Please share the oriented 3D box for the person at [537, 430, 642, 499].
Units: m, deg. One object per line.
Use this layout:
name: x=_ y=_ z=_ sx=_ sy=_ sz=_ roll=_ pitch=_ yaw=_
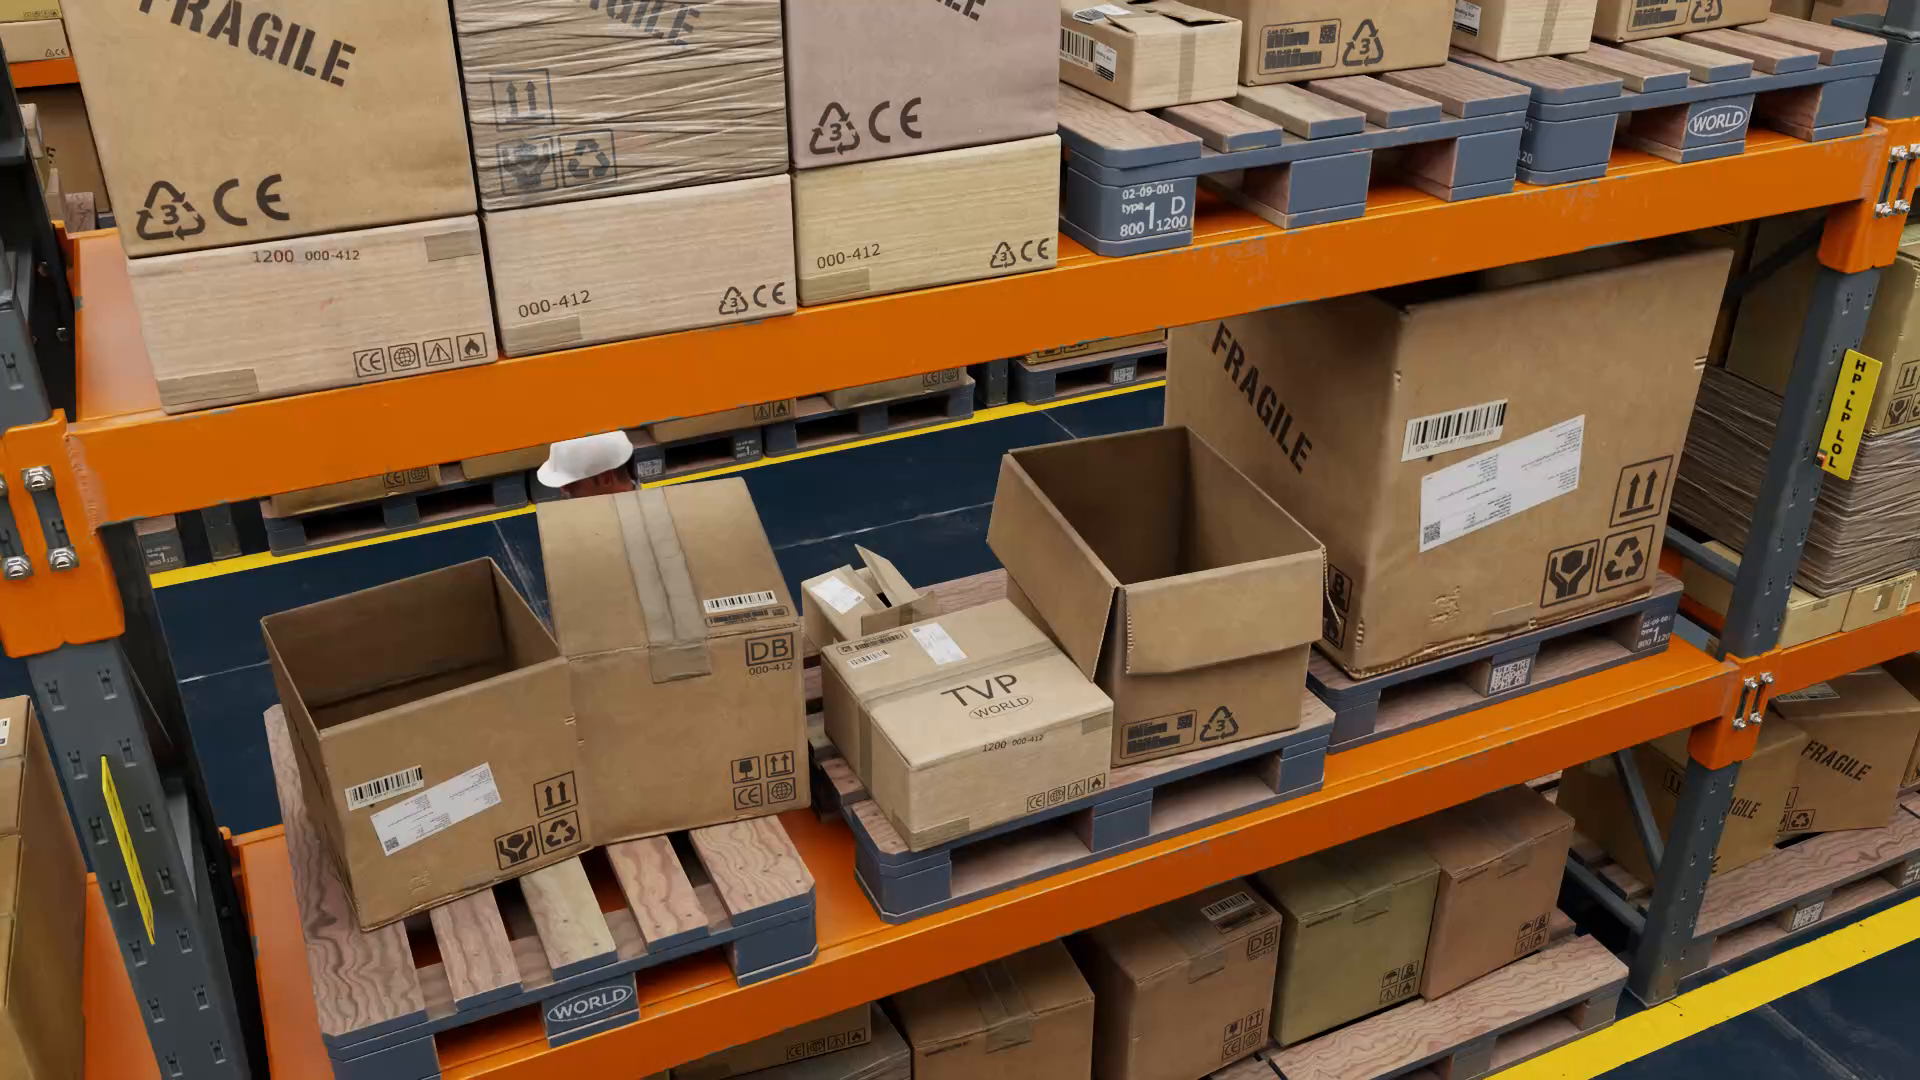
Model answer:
person: x=-1.118 y=0.424 z=5.314 sx=0.668 sy=1.765 sz=0.575 roll=-16 pitch=33 yaw=-26
